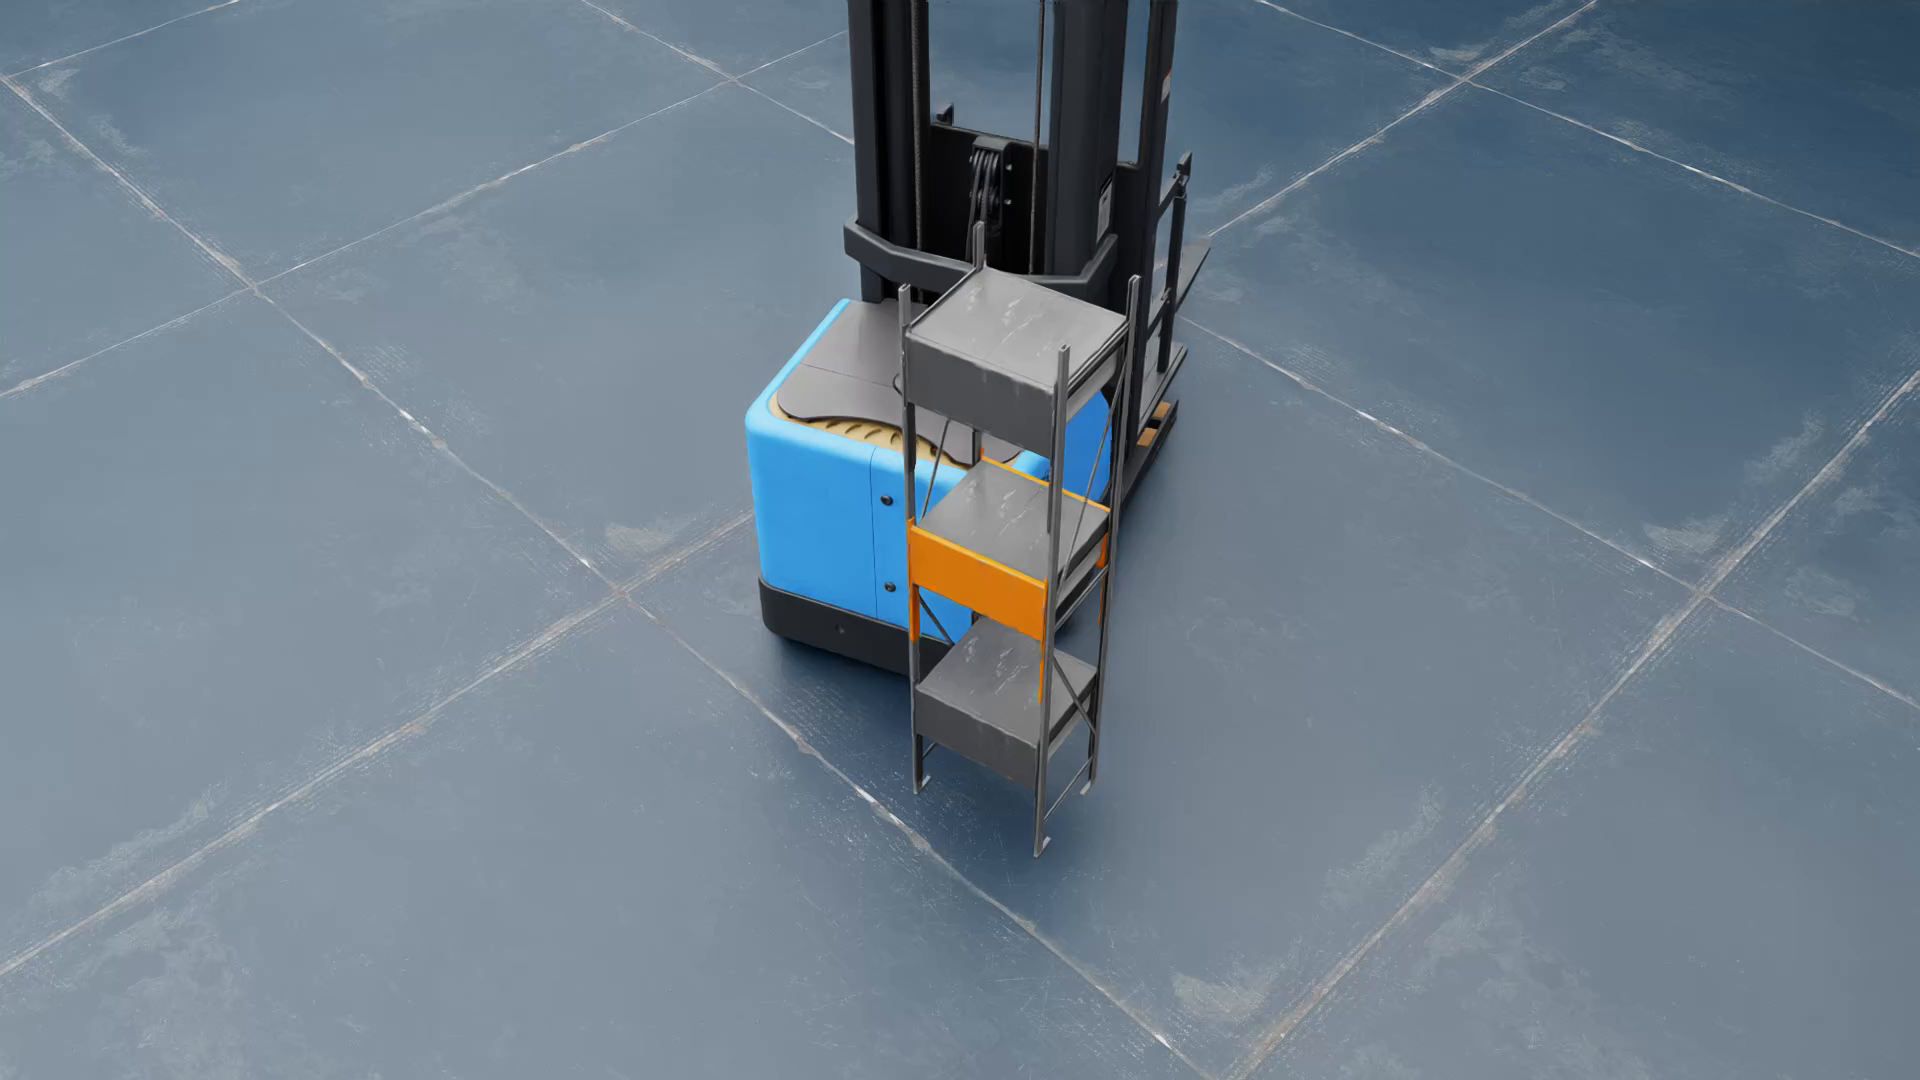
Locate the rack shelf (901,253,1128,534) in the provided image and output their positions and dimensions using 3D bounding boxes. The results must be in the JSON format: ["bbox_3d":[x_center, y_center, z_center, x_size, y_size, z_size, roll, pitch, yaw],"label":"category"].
[{"bbox_3d":[0.157,-0.412,4.637,0.480,0.518,0.431,24,48,24],"label":"rack shelf"}]

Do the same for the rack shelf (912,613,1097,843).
[{"bbox_3d":[0.158,0.616,5.587,0.480,0.518,0.431,24,48,24],"label":"rack shelf"}]

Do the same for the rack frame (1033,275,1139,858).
[{"bbox_3d":[0.362,0.182,5.005,0.015,2.100,0.400,24,48,24],"label":"rack frame"}]

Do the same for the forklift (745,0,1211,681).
[{"bbox_3d":[0.296,-1.500,6.214,1.130,2.935,3.031,16,45,17],"label":"forklift"}]

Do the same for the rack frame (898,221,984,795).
[{"bbox_3d":[-0.047,0.002,5.201,0.015,2.100,0.400,24,48,24],"label":"rack frame"}]

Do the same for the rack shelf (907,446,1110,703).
[{"bbox_3d":[0.157,0.102,5.112,0.480,0.518,0.431,24,48,24],"label":"rack shelf"}]

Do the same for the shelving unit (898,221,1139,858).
[{"bbox_3d":[0.157,0.092,5.103,0.503,2.100,0.431,24,48,24],"label":"shelving unit"}]
